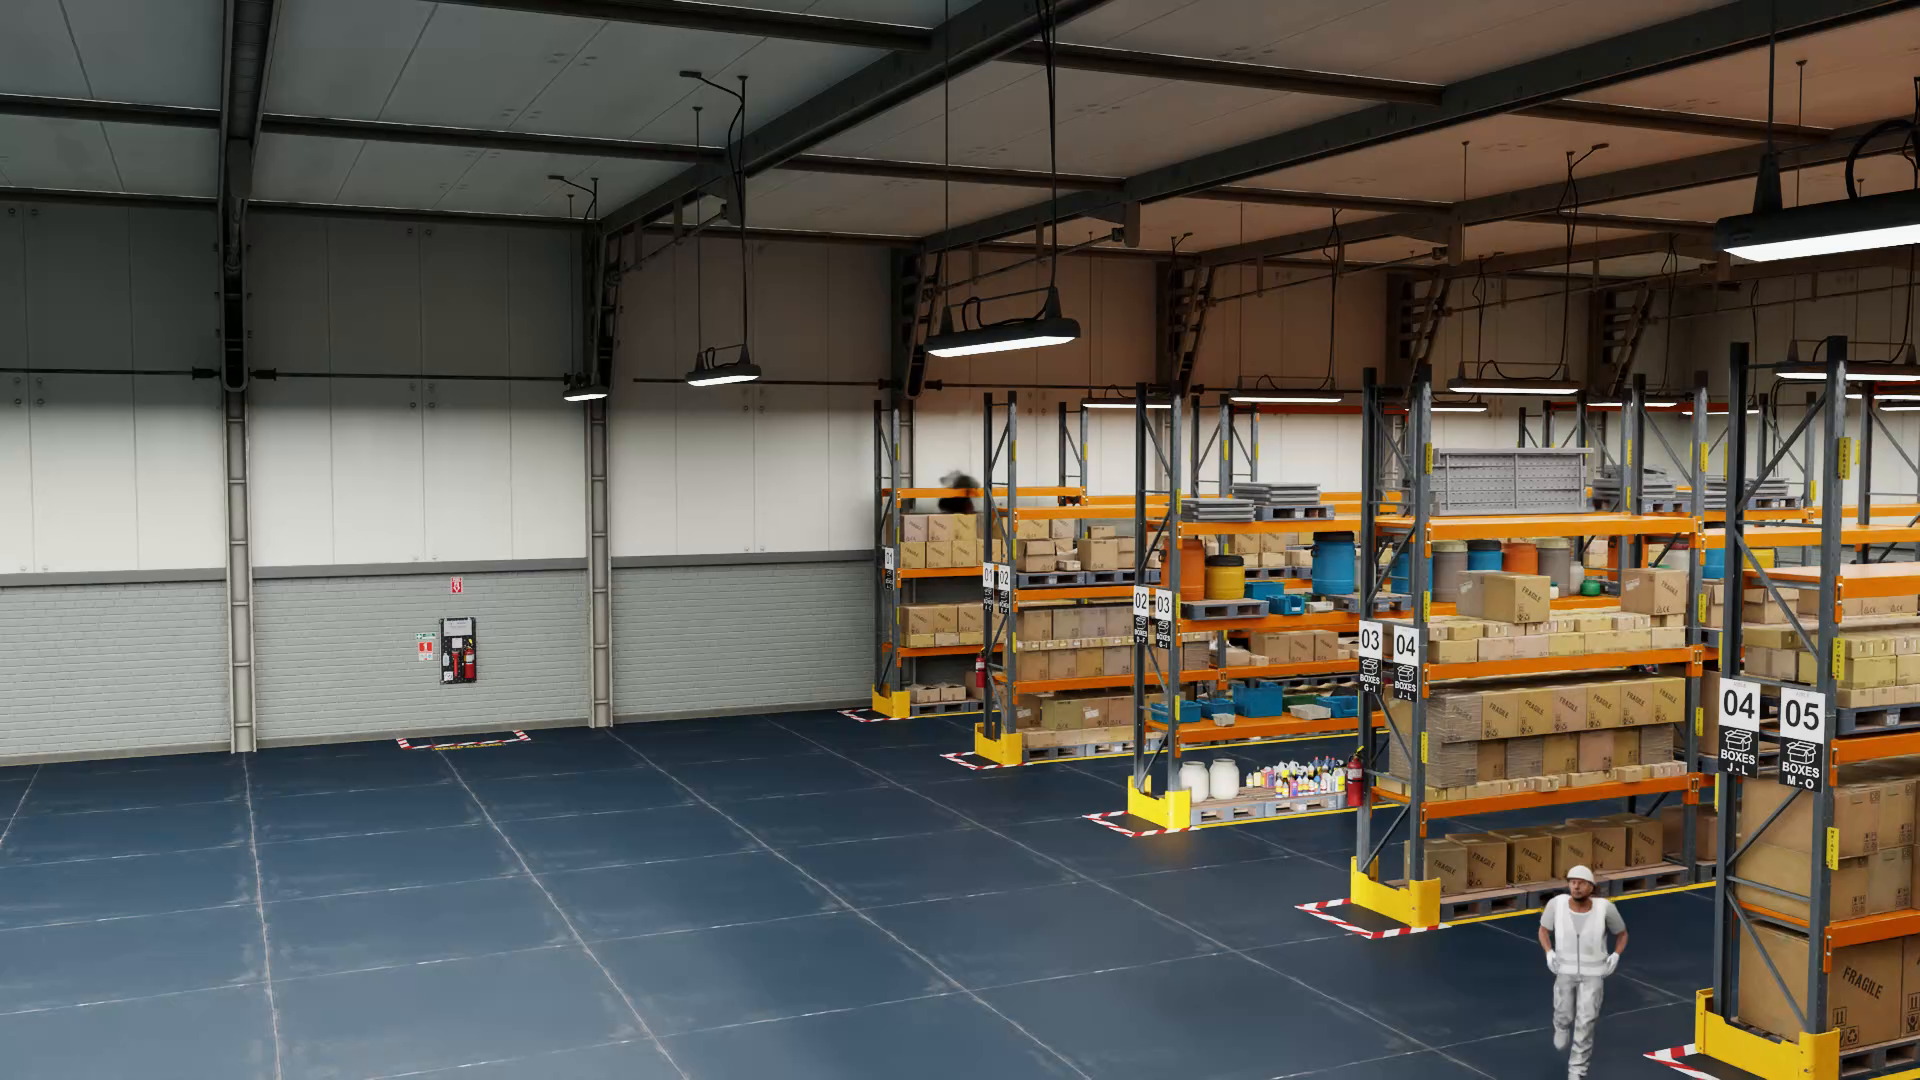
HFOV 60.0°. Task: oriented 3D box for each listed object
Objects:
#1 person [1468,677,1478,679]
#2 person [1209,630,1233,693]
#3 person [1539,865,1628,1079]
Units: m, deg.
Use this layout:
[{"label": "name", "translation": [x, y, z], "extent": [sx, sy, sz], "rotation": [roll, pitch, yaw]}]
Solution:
[{"label": "person", "translation": [8.722, 2.636, 28.368], "extent": [0.794, 1.727, 0.759], "rotation": [-2, 4, -29]}, {"label": "person", "translation": [4.913, 2.469, 31.732], "extent": [0.857, 1.719, 0.562], "rotation": [-2, 4, -29]}, {"label": "person", "translation": [5.067, 3.508, 13.545], "extent": [0.684, 1.765, 0.762], "rotation": [2, 4, 25]}]
